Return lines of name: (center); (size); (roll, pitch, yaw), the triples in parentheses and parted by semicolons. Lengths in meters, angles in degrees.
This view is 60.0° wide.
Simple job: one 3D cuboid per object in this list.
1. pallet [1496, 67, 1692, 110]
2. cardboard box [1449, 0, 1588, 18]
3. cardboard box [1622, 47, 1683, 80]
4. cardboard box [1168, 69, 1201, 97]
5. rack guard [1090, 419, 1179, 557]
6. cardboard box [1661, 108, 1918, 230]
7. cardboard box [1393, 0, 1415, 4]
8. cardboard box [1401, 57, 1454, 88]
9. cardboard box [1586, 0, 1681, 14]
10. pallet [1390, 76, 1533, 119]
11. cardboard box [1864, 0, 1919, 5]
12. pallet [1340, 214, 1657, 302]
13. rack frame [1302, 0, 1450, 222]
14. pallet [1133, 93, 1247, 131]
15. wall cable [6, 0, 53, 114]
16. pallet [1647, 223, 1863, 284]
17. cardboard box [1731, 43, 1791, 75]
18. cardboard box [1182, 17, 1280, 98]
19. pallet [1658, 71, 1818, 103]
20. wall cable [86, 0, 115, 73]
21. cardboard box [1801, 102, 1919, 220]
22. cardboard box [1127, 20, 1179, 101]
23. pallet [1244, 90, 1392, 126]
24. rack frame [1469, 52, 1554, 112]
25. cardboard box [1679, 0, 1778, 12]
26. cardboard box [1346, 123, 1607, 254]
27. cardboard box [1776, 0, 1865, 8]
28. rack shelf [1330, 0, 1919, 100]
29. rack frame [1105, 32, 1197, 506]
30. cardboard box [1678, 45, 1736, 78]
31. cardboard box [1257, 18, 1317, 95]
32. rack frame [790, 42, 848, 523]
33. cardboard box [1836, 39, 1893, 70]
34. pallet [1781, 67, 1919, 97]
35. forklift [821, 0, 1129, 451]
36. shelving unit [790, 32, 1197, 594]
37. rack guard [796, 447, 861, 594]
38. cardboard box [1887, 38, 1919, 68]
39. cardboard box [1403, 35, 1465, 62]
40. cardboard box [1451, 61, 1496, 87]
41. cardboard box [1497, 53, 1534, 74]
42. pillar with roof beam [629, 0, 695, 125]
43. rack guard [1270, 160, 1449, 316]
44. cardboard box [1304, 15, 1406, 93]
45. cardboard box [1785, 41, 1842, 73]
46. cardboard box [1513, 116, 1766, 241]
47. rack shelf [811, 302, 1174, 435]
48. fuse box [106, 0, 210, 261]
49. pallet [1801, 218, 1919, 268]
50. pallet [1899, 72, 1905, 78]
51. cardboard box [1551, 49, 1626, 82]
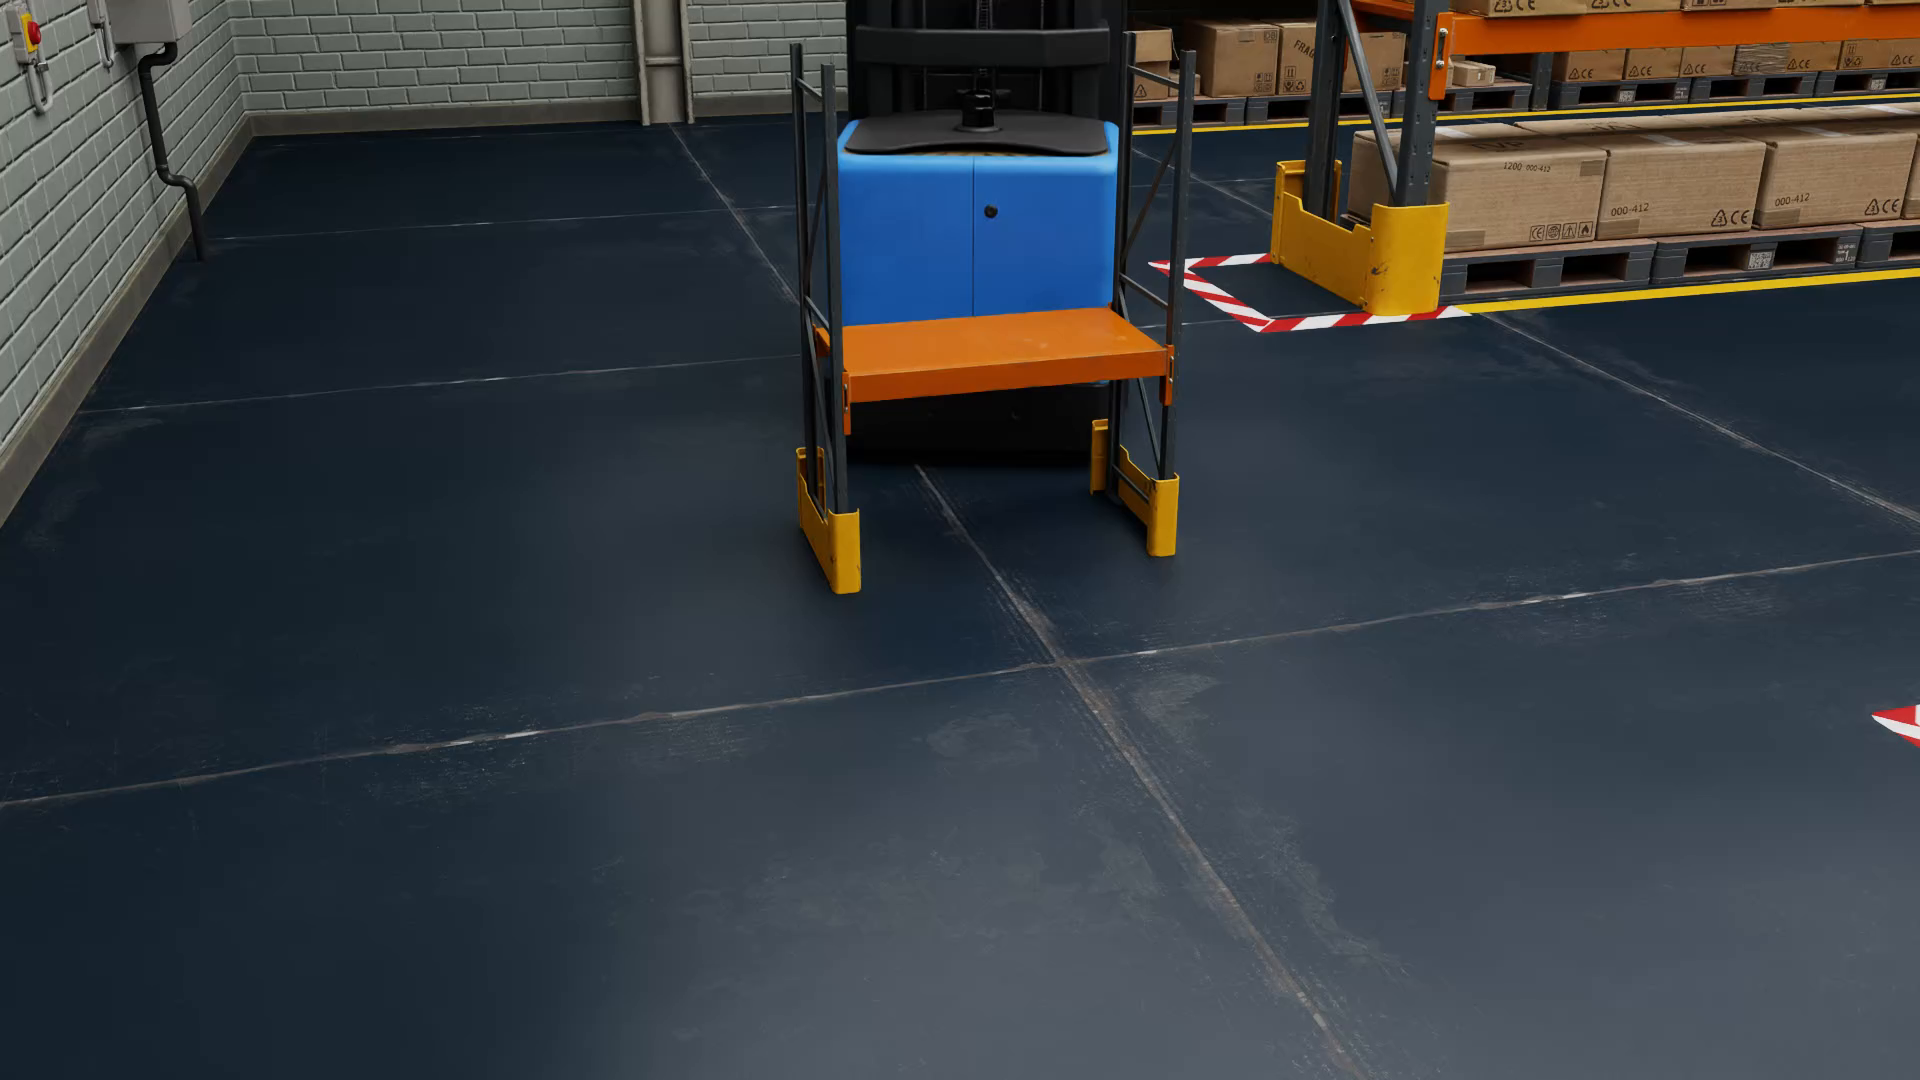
pallet: (5.219, -3.772, 13.774); (1.213, 0.211, 1.003); (-6, 24, -14)
cardboard box: (2.479, -2.631, 7.450); (0.500, 0.500, 0.500); (-7, 24, -15)
cardboard box: (5.482, -4.024, 13.461); (0.500, 0.500, 0.500); (-7, 24, -15)
cardboard box: (1.628, -3.469, 12.614); (0.250, 0.149, 0.380); (-7, 24, -16)
rack guard: (0.553, -0.176, 5.343); (0.087, 0.250, 0.587); (-6, 24, -14)
cardboard box: (4.295, -1.963, 8.737); (0.875, 0.438, 0.875); (-7, 24, -16)
cardboard box: (2.332, -2.841, 7.939); (0.500, 0.500, 0.500); (-6, 24, -14)
cardboard box: (3.645, -3.681, 12.959); (0.258, 0.266, 0.396); (-5, 24, -12)
cardboard box: (2.958, -2.695, 7.601); (0.500, 0.500, 0.500); (-7, 24, -15)
pallet: (3.784, -3.599, 13.369); (1.213, 0.211, 1.003); (-6, 24, -14)
cardboard box: (4.439, -2.852, 7.967); (0.500, 0.500, 0.500); (-7, 24, -15)
pallet: (2.688, -1.476, 8.423); (1.213, 0.211, 1.003); (-6, 24, -14)
rack frame: (1.939, -2.643, 7.605); (0.127, 3.000, 1.000); (-6, 24, -14)
pallet: (1.435, -3.339, 12.764); (1.213, 0.211, 1.003); (-6, 24, -14)
wall cable: (-3.484, -2.515, 5.978); (0.123, 1.953, 0.585); (-6, 24, -14)
pallet: (3.860, -1.605, 8.722); (1.213, 0.211, 1.003); (-6, 24, -14)
cardboard box: (6.465, -4.128, 13.704); (0.500, 0.500, 0.500); (-7, 24, -16)
cardboard box: (2.042, -3.677, 12.652); (0.500, 0.500, 0.700); (-5, 24, -12)
pallet: (6.395, -3.904, 14.080); (1.213, 0.211, 1.003); (-6, 24, -14)
wall cable: (-3.878, -3.037, 7.236); (0.122, 1.984, 0.588); (-6, 24, -14)
cardboard box: (5.157, -2.058, 8.960); (0.875, 0.438, 0.875); (-7, 24, -15)
cardboard box: (1.209, -3.602, 12.473); (0.637, 0.503, 0.797); (-7, 24, -16)
pallet: (2.607, -3.467, 13.063); (1.213, 0.211, 1.003); (-6, 24, -14)
rack frame: (4.446, -4.953, 12.989); (0.127, 3.000, 1.000); (-6, 24, -14)
cardboard box: (3.453, -2.743, 7.711); (0.500, 0.500, 0.500); (-6, 24, -15)
cardboard box: (2.547, -1.767, 8.280); (0.875, 0.438, 0.875); (-7, 24, -16)
cardboard box: (3.930, -2.802, 7.850); (0.500, 0.500, 0.500); (-6, 24, -13)
rack shelf: (3.864, -2.525, 8.243); (4.000, 0.370, 1.077); (-6, 24, -14)
rack frame: (0.572, -0.752, 5.102); (0.032, 1.500, 0.500); (-6, 24, -14)
cardboard box: (5.964, -4.075, 13.581); (0.500, 0.500, 0.500); (-7, 24, -16)
cardboard box: (2.578, -3.695, 12.695); (0.500, 0.500, 0.500); (-6, 24, -13)
rack frame: (-0.407, -0.644, 4.849); (0.032, 1.500, 0.500); (-6, 24, -14)
cardboard box: (7.463, -4.247, 13.982); (0.500, 0.500, 0.500); (-7, 24, -15)
pallet: (7.568, -4.032, 14.380); (1.213, 0.211, 1.003); (-6, 24, -14)
forklift: (0.114, -2.192, 6.643); (1.130, 2.935, 3.031); (1, 23, 2)
shelving unit: (0.073, -0.697, 4.973); (1.083, 1.500, 0.587); (-6, 24, -14)
rack guard: (-0.406, -0.070, 5.096); (0.087, 0.250, 0.587); (-6, 24, -14)
cardboard box: (7.948, -4.297, 14.097); (0.500, 0.500, 0.500); (-6, 24, -13)
cardboard box: (3.746, -3.930, 13.481); (0.500, 0.311, 0.500); (-5, 24, -12)
cardboard box: (3.989, -3.665, 13.070); (0.250, 0.149, 0.380); (-7, 24, -16)
cardboard box: (4.839, -4.162, 13.783); (0.500, 0.500, 0.500); (-6, 24, -15)
pillar with roof beam: (-1.082, -5.704, 7.132); (0.400, 9.000, 9.100); (-6, 24, -14)
rack guard: (1.916, -1.491, 8.092); (0.348, 0.500, 1.175); (-6, 24, -14)
cardboard box: (3.042, -3.787, 12.910); (0.500, 0.500, 0.700); (-7, 24, -16)
cardboard box: (6.960, -4.191, 13.850); (0.500, 0.500, 0.500); (-5, 24, -12)
cardboard box: (3.426, -1.867, 8.514); (0.875, 0.438, 0.875); (-6, 24, -13)
rack shelf: (0.082, -0.533, 5.046); (1.000, 0.185, 0.538); (-6, 24, -14)
fuse box: (-3.911, -2.254, 8.334); (0.414, 1.711, 0.539); (-6, 24, -14)
pallet: (5.037, -1.736, 9.028); (1.213, 0.211, 1.003); (-6, 24, -14)
pallet: (9.100, -4.170, 14.702); (1.213, 0.211, 1.003); (-6, 24, -14)
cardboard box: (4.972, -3.963, 13.320); (0.500, 0.500, 0.500); (-5, 24, -12)
